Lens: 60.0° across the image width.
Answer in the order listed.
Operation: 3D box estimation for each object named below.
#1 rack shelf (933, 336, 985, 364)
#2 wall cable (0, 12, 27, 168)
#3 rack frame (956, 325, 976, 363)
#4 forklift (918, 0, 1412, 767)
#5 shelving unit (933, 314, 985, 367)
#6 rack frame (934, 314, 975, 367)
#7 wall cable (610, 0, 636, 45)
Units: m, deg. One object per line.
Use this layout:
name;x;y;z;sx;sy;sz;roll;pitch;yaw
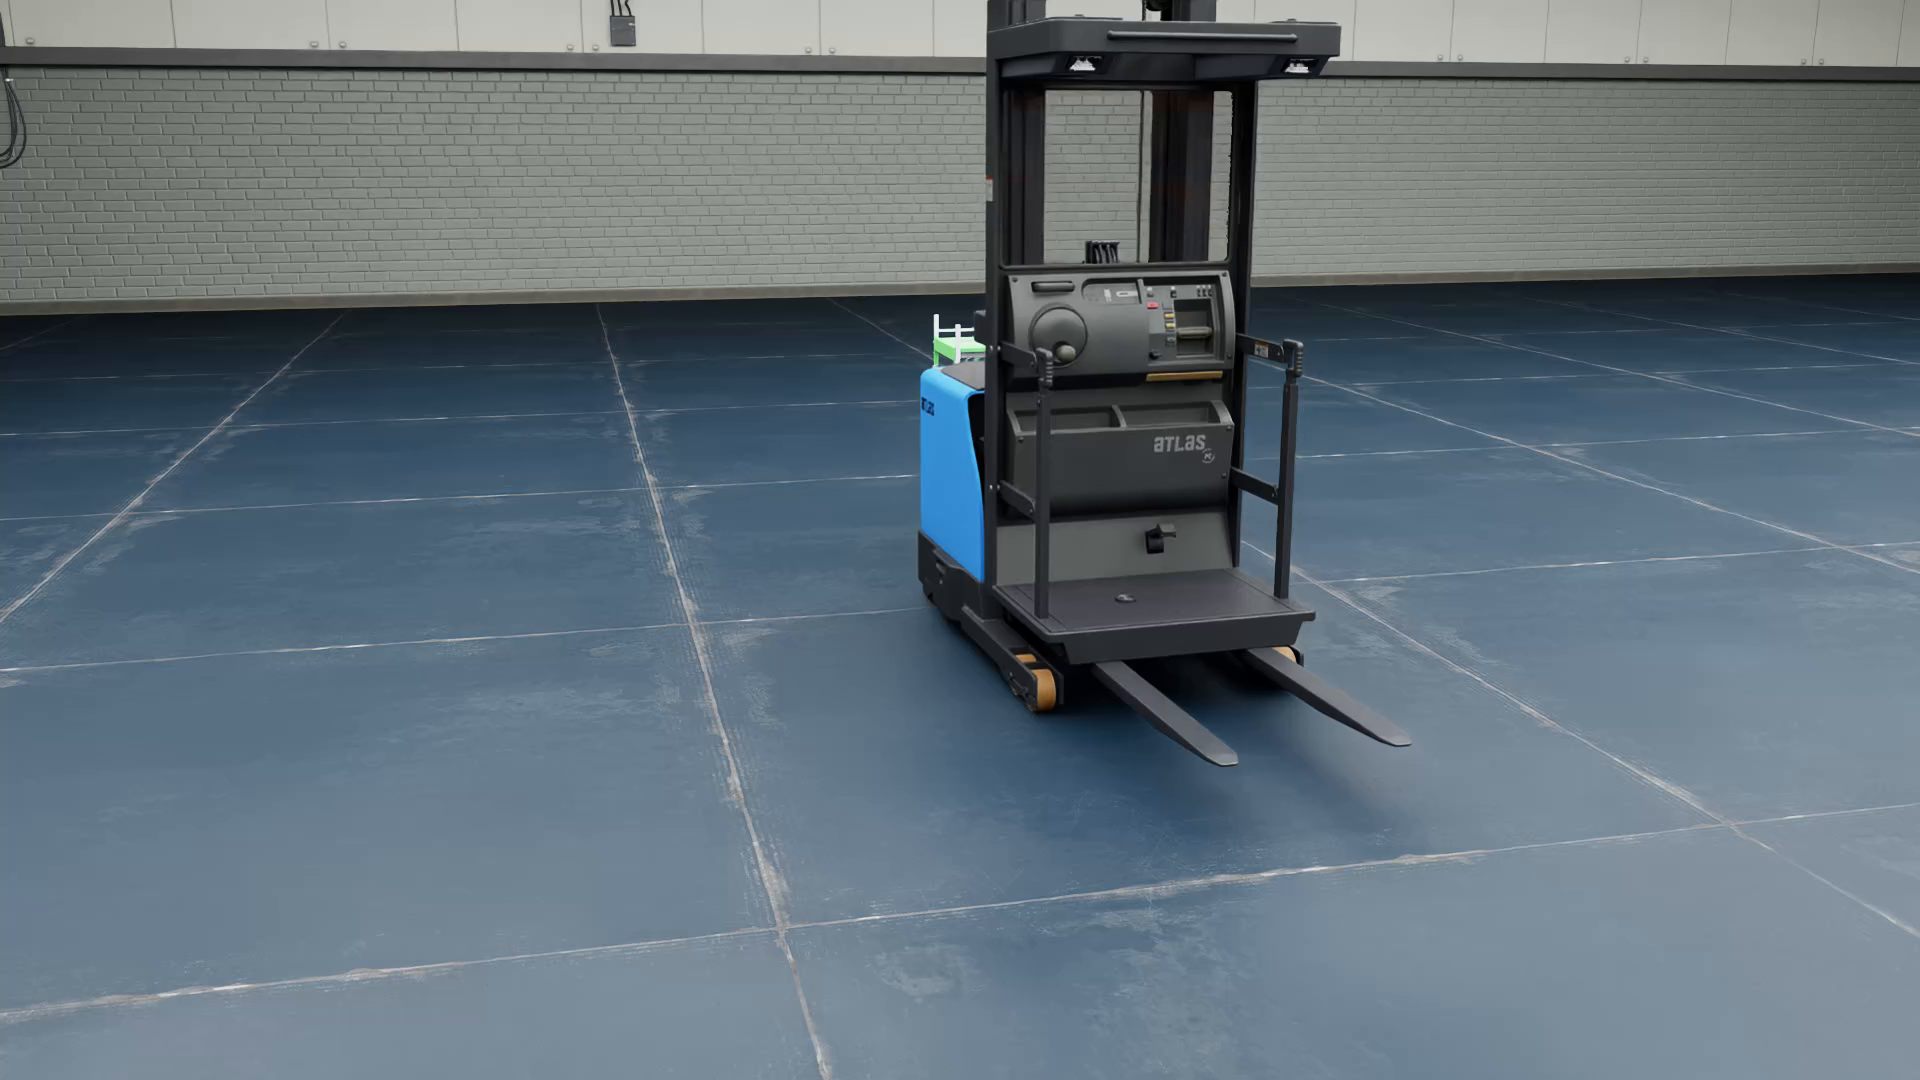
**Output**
rack shelf;0.039;-0.949;8.530;0.258;0.148;0.480;-3;14;-13
wall cable;-12.477;-5.492;18.988;3.097;2.526;0.112;-3;14;-13
rack frame;0.096;-0.488;8.398;0.240;1.200;0.015;-3;14;-13
forklift;0.704;-0.878;6.345;1.130;2.935;3.031;-4;14;-16
shelving unit;0.039;-0.545;8.628;0.258;1.200;0.503;-3;14;-13
rack frame;-0.018;-0.601;8.859;0.240;1.200;0.015;-3;14;-13
wall cable;-3.245;-9.178;20.367;2.305;6.003;0.169;-3;14;-13
